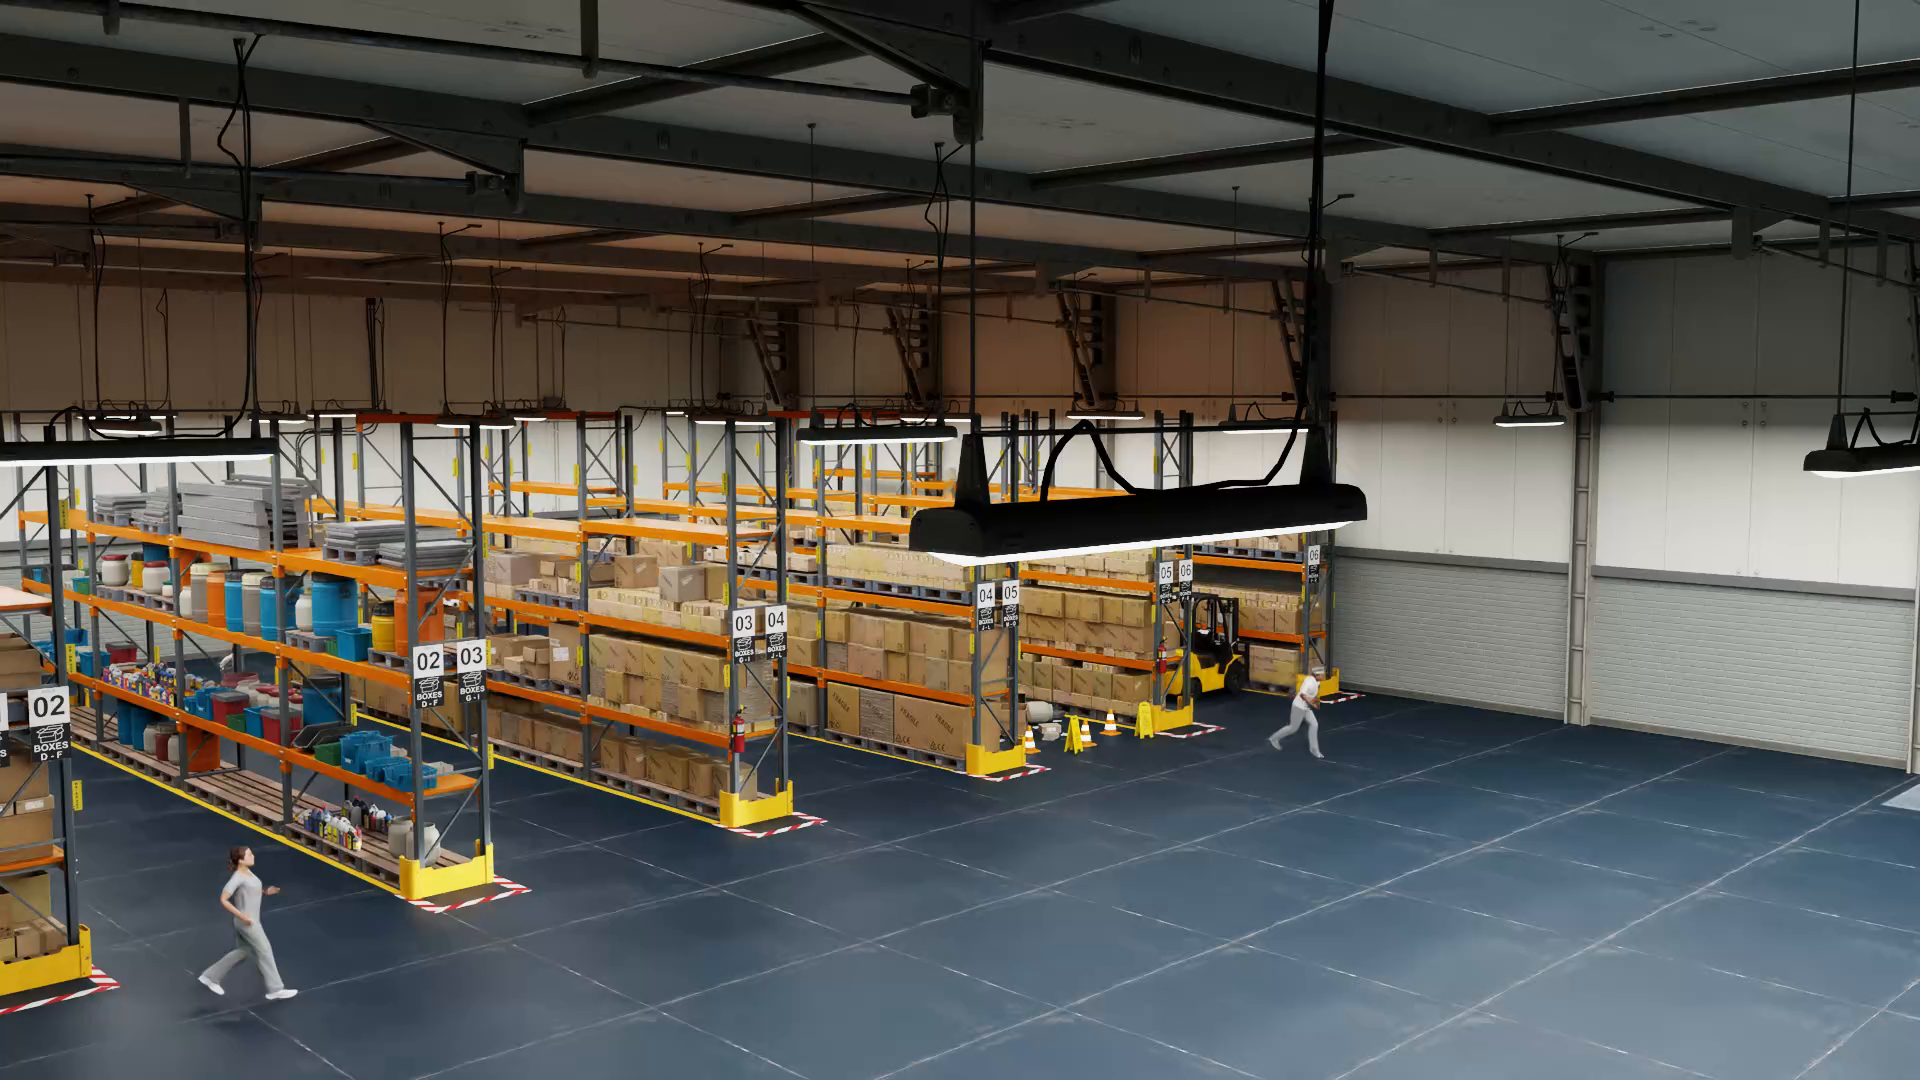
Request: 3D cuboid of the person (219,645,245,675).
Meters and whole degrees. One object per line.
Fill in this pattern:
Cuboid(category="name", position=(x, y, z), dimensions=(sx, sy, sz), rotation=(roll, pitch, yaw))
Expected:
Cuboid(category="person", position=(-14.264, 2.791, 32.478), dimensions=(0.847, 1.511, 0.543), rotation=(4, 6, 36))

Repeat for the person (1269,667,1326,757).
Cuboid(category="person", position=(5.955, 3.016, 29.355), dimensions=(0.982, 1.624, 0.611), rotation=(2, 5, 20))

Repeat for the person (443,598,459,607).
Cuboid(category="person", position=(-12.126, 2.037, 39.518), dimensions=(0.676, 1.867, 0.790), rotation=(-2, 5, -20))

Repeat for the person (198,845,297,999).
Cuboid(category="person", position=(-7.434, 3.977, 17.297), dimensions=(0.962, 1.647, 0.571), rotation=(-2, 5, -17))
